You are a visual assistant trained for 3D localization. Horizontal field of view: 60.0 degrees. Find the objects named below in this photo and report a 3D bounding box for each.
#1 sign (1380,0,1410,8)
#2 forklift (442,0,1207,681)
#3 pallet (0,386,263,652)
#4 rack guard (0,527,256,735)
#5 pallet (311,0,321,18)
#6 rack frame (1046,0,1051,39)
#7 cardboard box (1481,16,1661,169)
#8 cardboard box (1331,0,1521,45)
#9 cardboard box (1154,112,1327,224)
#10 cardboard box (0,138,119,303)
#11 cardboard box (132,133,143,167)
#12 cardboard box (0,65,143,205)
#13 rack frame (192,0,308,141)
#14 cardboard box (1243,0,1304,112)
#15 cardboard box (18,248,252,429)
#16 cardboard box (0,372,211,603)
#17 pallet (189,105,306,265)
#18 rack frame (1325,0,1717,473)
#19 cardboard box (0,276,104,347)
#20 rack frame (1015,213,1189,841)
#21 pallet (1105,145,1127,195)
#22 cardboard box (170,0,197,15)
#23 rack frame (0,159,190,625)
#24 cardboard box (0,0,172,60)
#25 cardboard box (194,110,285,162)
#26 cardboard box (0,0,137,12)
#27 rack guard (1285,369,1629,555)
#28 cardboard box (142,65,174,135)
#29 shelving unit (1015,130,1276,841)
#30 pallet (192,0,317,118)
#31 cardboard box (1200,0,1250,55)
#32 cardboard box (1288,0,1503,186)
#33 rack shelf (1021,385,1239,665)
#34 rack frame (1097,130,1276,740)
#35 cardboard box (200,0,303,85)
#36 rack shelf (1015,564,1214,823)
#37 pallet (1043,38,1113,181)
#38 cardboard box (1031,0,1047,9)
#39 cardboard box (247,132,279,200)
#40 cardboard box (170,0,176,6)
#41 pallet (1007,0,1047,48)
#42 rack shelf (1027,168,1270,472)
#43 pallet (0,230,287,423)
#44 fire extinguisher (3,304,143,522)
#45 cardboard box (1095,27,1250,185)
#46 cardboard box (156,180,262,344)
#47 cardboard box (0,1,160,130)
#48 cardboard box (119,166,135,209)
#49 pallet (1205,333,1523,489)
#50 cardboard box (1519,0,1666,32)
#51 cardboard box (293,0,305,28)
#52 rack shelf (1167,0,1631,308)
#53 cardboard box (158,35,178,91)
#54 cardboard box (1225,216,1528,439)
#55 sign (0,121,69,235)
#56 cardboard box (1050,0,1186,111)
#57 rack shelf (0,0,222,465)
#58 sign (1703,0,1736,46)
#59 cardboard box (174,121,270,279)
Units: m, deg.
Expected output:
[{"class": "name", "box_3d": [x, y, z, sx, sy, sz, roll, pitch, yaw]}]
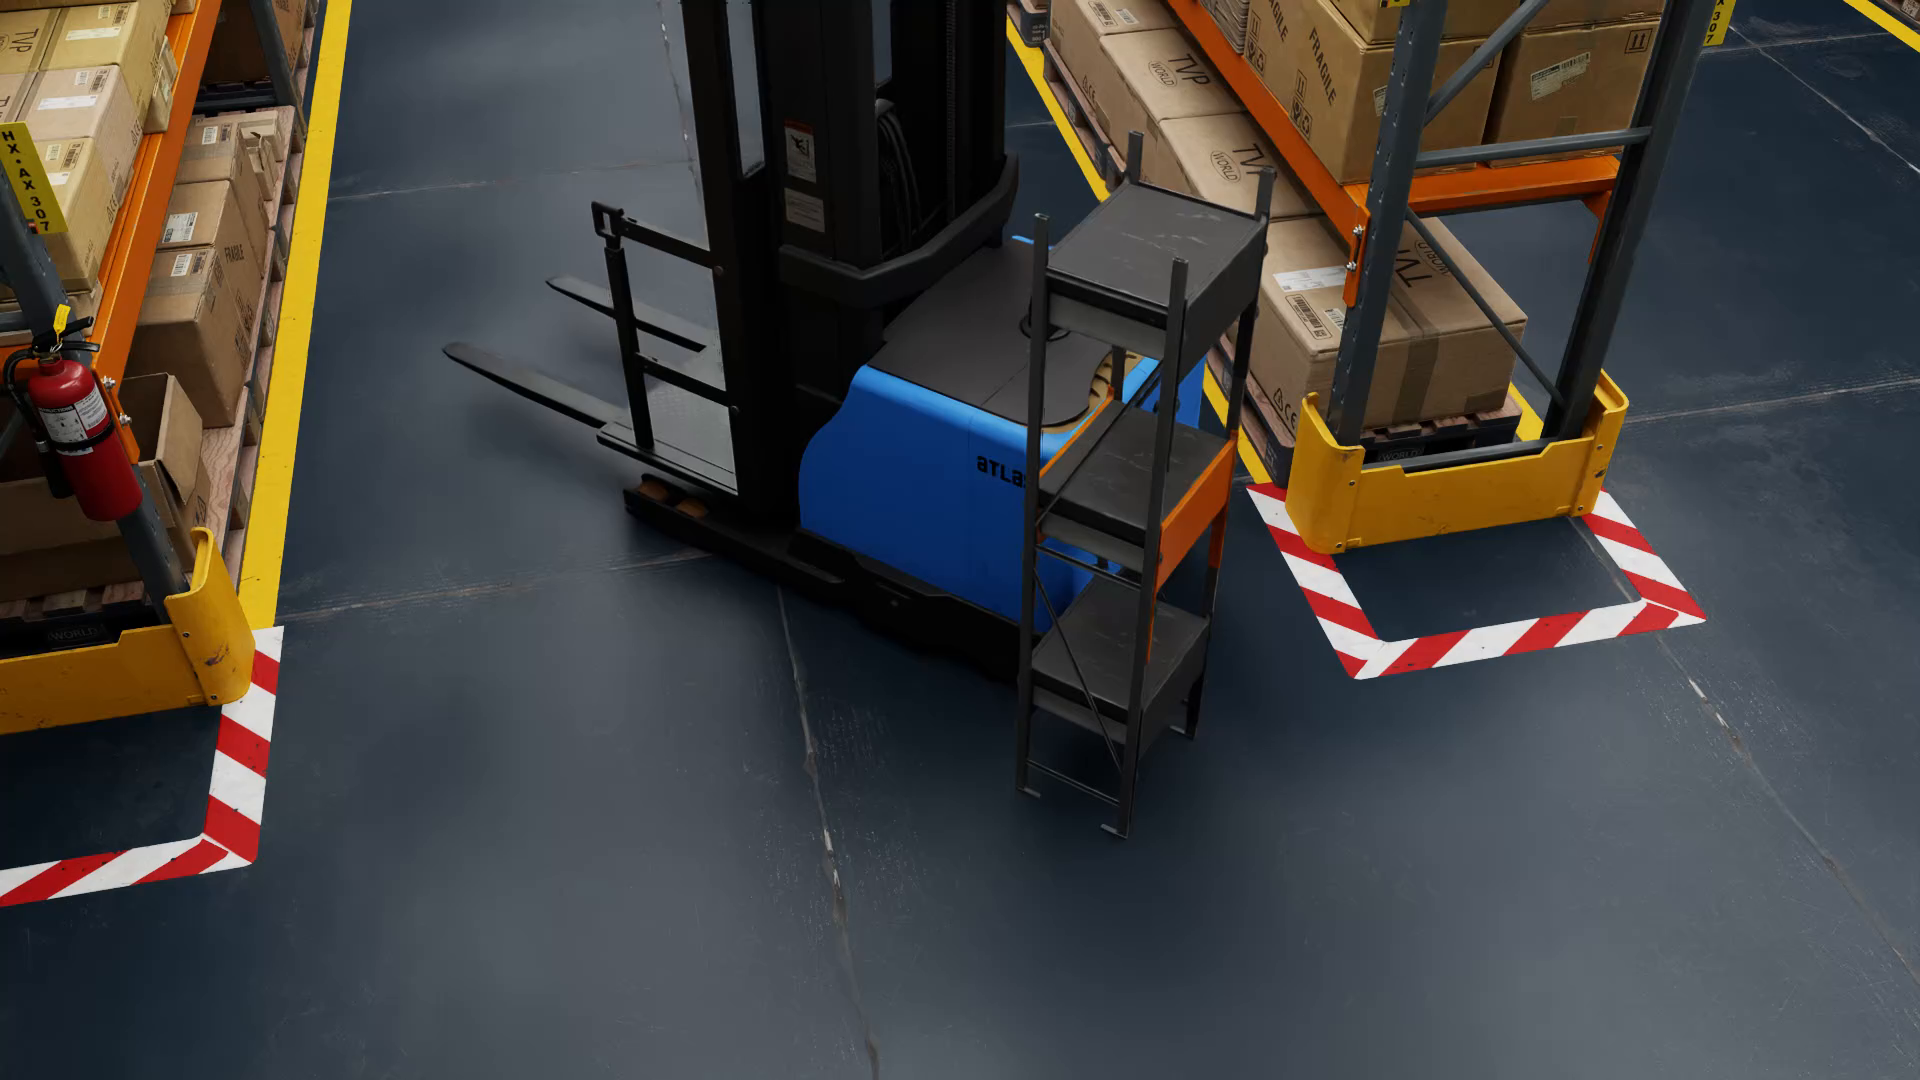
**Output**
[{"class": "sign", "box_3d": [1.307, -1.722, 4.880, 0.100, 0.325, 0.005, -8, 42, -9]}, {"class": "forklift", "box_3d": [-0.664, -1.357, 5.570, 3.031, 2.935, 1.130, 23, 46, 24]}, {"class": "pallet", "box_3d": [-3.196, -0.079, 6.180, 1.003, 0.211, 1.213, -8, 42, -9]}, {"class": "rack guard", "box_3d": [-3.023, 0.330, 5.502, 1.175, 0.500, 0.348, -8, 42, -9]}, {"class": "pallet", "box_3d": [-4.349, -3.420, 9.944, 1.003, 0.211, 1.213, -8, 42, -9]}, {"class": "rack frame", "box_3d": [0.976, -3.862, 8.341, 1.000, 3.000, 0.127, -8, 42, -9]}, {"class": "cardboard box", "box_3d": [2.016, -1.659, 5.784, 0.500, 0.500, 0.500, -9, 42, -10]}, {"class": "cardboard box", "box_3d": [1.503, -1.959, 5.369, 0.500, 0.500, 0.500, -7, 42, -8]}, {"class": "cardboard box", "box_3d": [1.394, -1.474, 7.264, 0.875, 0.438, 0.875, -7, 42, -8]}, {"class": "cardboard box", "box_3d": [-2.841, -0.944, 4.942, 0.500, 0.250, 0.500, -8, 42, -9]}, {"class": "cardboard box", "box_3d": [-3.058, -1.382, 5.736, 0.380, 0.149, 0.250, -8, 42, -9]}, {"class": "cardboard box", "box_3d": [-2.950, -1.270, 5.311, 0.500, 0.250, 0.500, -8, 42, -9]}, {"class": "rack frame", "box_3d": [-3.870, -3.149, 7.537, 1.000, 3.000, 0.127, -8, 42, -9]}, {"class": "cardboard box", "box_3d": [1.383, -1.909, 6.066, 0.500, 0.500, 0.500, -9, 42, -10]}, {"class": "cardboard box", "box_3d": [-3.192, -0.748, 6.399, 0.700, 0.500, 0.500, -7, 42, -8]}, {"class": "cardboard box", "box_3d": [-3.046, -0.189, 5.768, 0.797, 0.503, 0.637, -10, 43, -11]}, {"class": "pallet", "box_3d": [-3.722, -1.660, 7.962, 1.003, 0.211, 1.213, -8, 42, -9]}, {"class": "rack frame", "box_3d": [1.839, -1.269, 5.420, 1.000, 3.000, 0.127, -8, 42, -9]}, {"class": "cardboard box", "box_3d": [-2.809, -0.714, 4.984, 0.380, 0.149, 0.250, -9, 42, -10]}, {"class": "rack frame", "box_3d": [0.351, 0.079, 4.578, 0.400, 2.100, 0.015, 22, 46, 23]}, {"class": "pallet", "box_3d": [1.331, -1.523, 7.807, 1.003, 0.211, 1.213, -8, 42, -9]}, {"class": "cardboard box", "box_3d": [-3.285, -2.218, 6.678, 0.380, 0.149, 0.250, -9, 42, -10]}, {"class": "rack frame", "box_3d": [-3.006, -0.556, 4.617, 1.000, 3.000, 0.127, -8, 42, -9]}, {"class": "cardboard box", "box_3d": [-3.194, -1.927, 6.050, 0.500, 0.250, 0.500, -9, 42, -10]}, {"class": "cardboard box", "box_3d": [-3.463, -1.920, 7.985, 0.380, 0.149, 0.250, -10, 42, -11]}, {"class": "cardboard box", "box_3d": [-3.165, -2.196, 5.789, 0.500, 0.500, 0.500, -7, 42, -8]}, {"class": "rack guard", "box_3d": [1.845, -0.319, 6.233, 1.175, 0.500, 0.348, -8, 42, -9]}, {"class": "cardboard box", "box_3d": [-3.039, -1.556, 5.933, 0.380, 0.149, 0.250, -9, 42, -11]}, {"class": "shelving unit", "box_3d": [0.479, -0.058, 4.734, 0.431, 2.100, 0.503, 22, 46, 23]}, {"class": "pallet", "box_3d": [-4.082, -2.627, 9.051, 1.003, 0.211, 1.213, -8, 42, -9]}, {"class": "cardboard box", "box_3d": [1.263, -2.241, 6.440, 0.500, 0.500, 0.500, -7, 42, -8]}, {"class": "cardboard box", "box_3d": [1.477, -1.582, 5.697, 0.500, 0.500, 0.500, -8, 42, -9]}, {"class": "rack shelf", "box_3d": [0.479, -0.048, 4.743, 0.431, 0.518, 0.480, 22, 46, 23]}, {"class": "rack frame", "box_3d": [0.608, -0.196, 4.889, 0.400, 2.100, 0.015, 22, 46, 23]}, {"class": "cardboard box", "box_3d": [-3.754, -2.717, 8.617, 0.500, 0.500, 0.500, -7, 42, -7]}, {"class": "rack shelf", "box_3d": [0.479, 0.475, 5.207, 0.431, 0.518, 0.480, 22, 46, 23]}, {"class": "pallet", "box_3d": [1.064, -2.315, 8.699, 1.003, 0.211, 1.213, -8, 42, -9]}, {"class": "cardboard box", "box_3d": [0.764, -3.615, 9.347, 0.875, 0.875, 0.875, -7, 42, -8]}, {"class": "cardboard box", "box_3d": [-3.386, -1.733, 7.686, 0.396, 0.266, 0.258, -7, 42, -8]}, {"class": "cardboard box", "box_3d": [-3.304, -2.261, 6.426, 0.500, 0.250, 0.500, -9, 42, -10]}, {"class": "pallet", "box_3d": [0.736, -3.309, 9.818, 1.003, 0.211, 1.213, -8, 42, -9]}, {"class": "rack shelf", "box_3d": [0.480, -0.572, 4.278, 0.431, 0.518, 0.480, 22, 46, 23]}, {"class": "pallet", "box_3d": [-3.456, -0.868, 7.069, 1.003, 0.211, 1.213, -8, 42, -9]}, {"class": "fire extinguisher", "box_3d": [-2.523, -0.358, 4.733, 0.296, 0.674, 0.183, -8, 42, -9]}, {"class": "cardboard box", "box_3d": [1.201, -2.059, 7.923, 0.875, 0.438, 0.875, -10, 42, -11]}, {"class": "cardboard box", "box_3d": [-3.209, -1.105, 6.802, 0.500, 0.500, 0.500, -8, 42, -8]}, {"class": "cardboard box", "box_3d": [-3.063, -1.598, 5.680, 0.500, 0.250, 0.500, -9, 42, -10]}, {"class": "cardboard box", "box_3d": [-2.995, -1.210, 5.543, 0.380, 0.149, 0.250, -7, 42, -8]}, {"class": "pallet", "box_3d": [1.591, -0.734, 6.917, 1.003, 0.211, 1.213, -8, 42, -9]}, {"class": "cardboard box", "box_3d": [2.014, -2.033, 5.452, 0.500, 0.500, 0.500, -9, 42, -10]}, {"class": "cardboard box", "box_3d": [-3.879, -3.060, 9.005, 0.500, 0.500, 0.500, -9, 42, -10]}, {"class": "rack shelf", "box_3d": [1.408, -2.297, 7.120, 1.077, 0.370, 4.000, -8, 42, -9]}, {"class": "cardboard box", "box_3d": [-3.116, -1.724, 6.122, 0.380, 0.149, 0.250, -7, 42, -8]}, {"class": "cardboard box", "box_3d": [1.599, -0.882, 6.597, 0.875, 0.438, 0.875, -10, 43, -11]}, {"class": "sign", "box_3d": [-2.477, -0.957, 4.417, 0.100, 0.325, 0.005, -8, 42, -9]}, {"class": "cardboard box", "box_3d": [1.007, -2.639, 8.577, 0.875, 0.438, 0.875, -9, 42, -10]}, {"class": "rack shelf", "box_3d": [-3.438, -1.583, 6.316, 1.077, 0.370, 4.000, -8, 42, -9]}, {"class": "sign", "box_3d": [2.383, -1.698, 5.192, 0.100, 0.325, 0.005, -8, 42, -9]}, {"class": "cardboard box", "box_3d": [-3.416, -1.421, 7.157, 0.700, 0.500, 0.500, -10, 43, -11]}]
